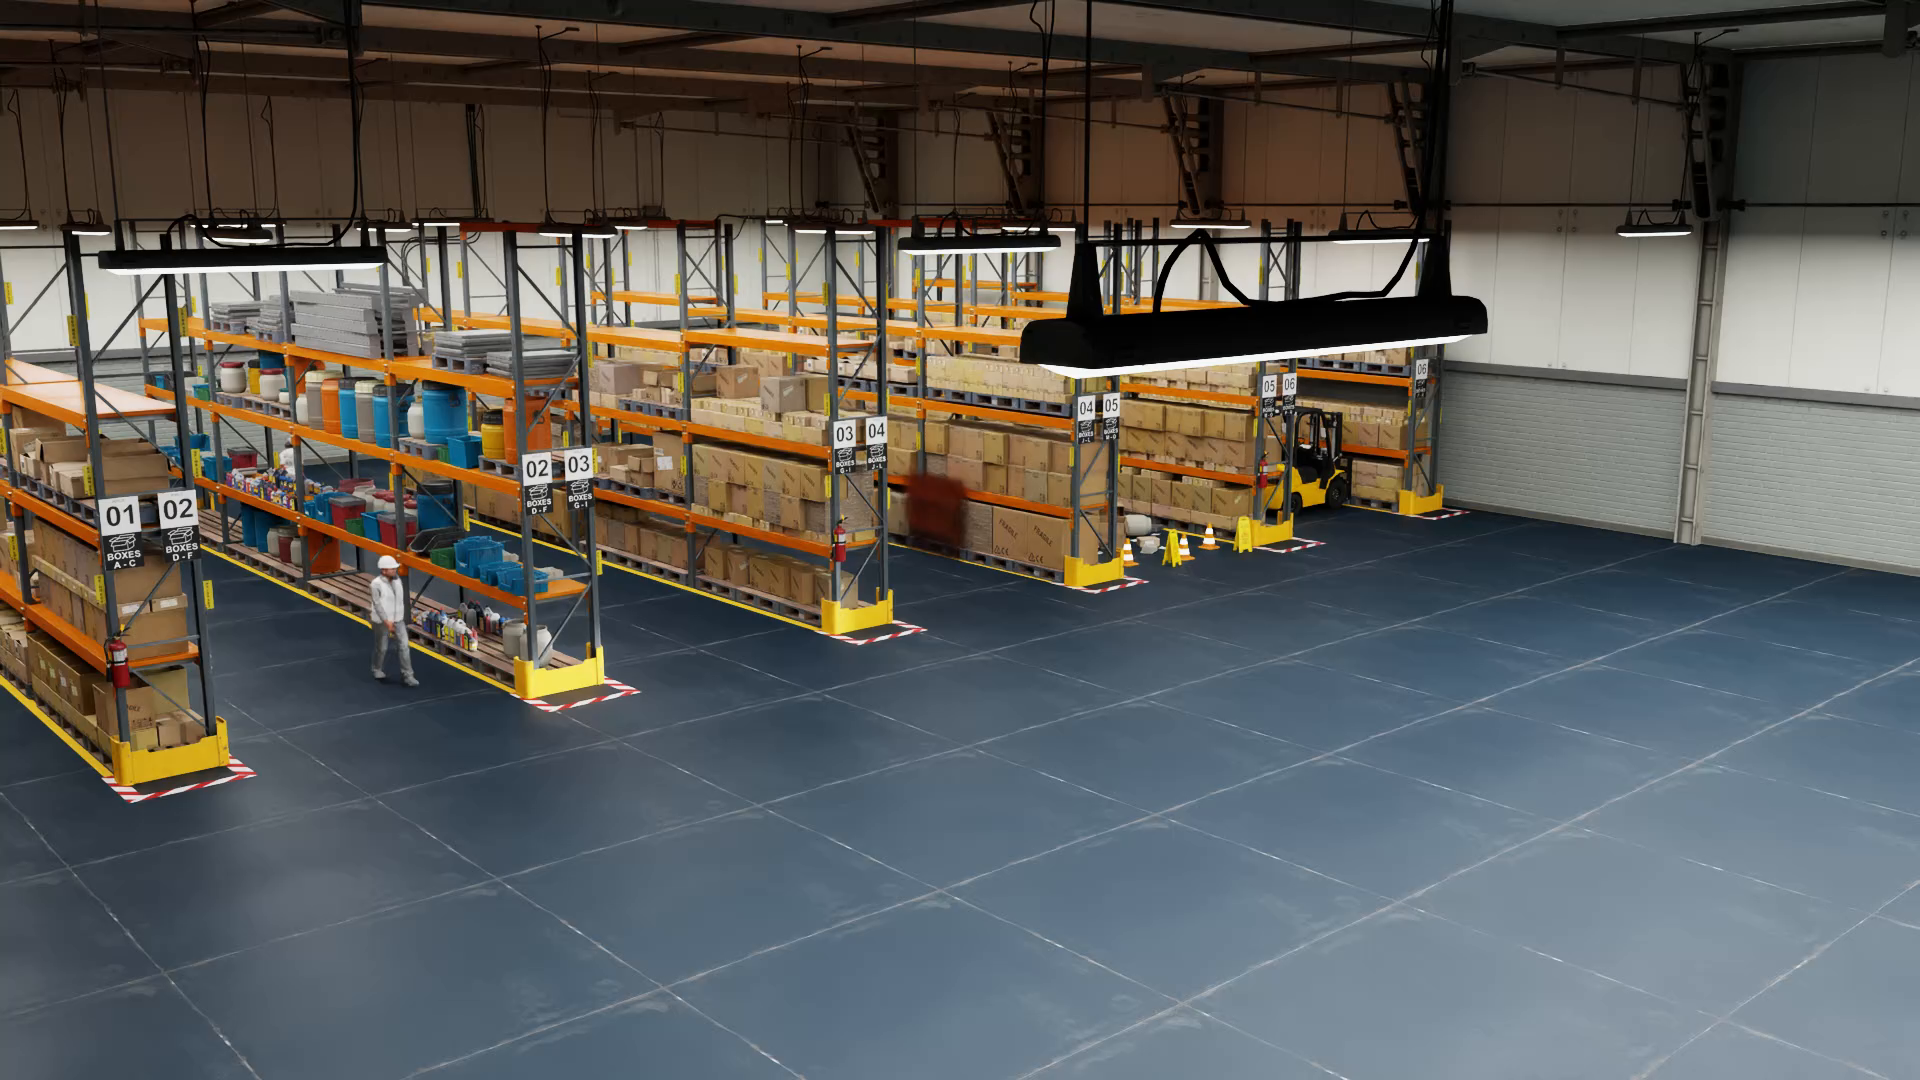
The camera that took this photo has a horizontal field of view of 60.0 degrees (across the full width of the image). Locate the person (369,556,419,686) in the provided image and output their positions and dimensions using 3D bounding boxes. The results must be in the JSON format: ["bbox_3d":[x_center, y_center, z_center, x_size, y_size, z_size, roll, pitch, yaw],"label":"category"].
[{"bbox_3d":[-7.588,1.055,22.222,0.967,1.717,0.524,9,14,38],"label":"person"}]

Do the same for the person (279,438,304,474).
[{"bbox_3d":[-13.611,-1.214,33.810,0.565,1.728,0.412,-9,15,-39],"label":"person"}]

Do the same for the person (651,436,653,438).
[{"bbox_3d":[-7.747,-3.014,42.695,0.463,1.579,0.432,9,15,39],"label":"person"}]
